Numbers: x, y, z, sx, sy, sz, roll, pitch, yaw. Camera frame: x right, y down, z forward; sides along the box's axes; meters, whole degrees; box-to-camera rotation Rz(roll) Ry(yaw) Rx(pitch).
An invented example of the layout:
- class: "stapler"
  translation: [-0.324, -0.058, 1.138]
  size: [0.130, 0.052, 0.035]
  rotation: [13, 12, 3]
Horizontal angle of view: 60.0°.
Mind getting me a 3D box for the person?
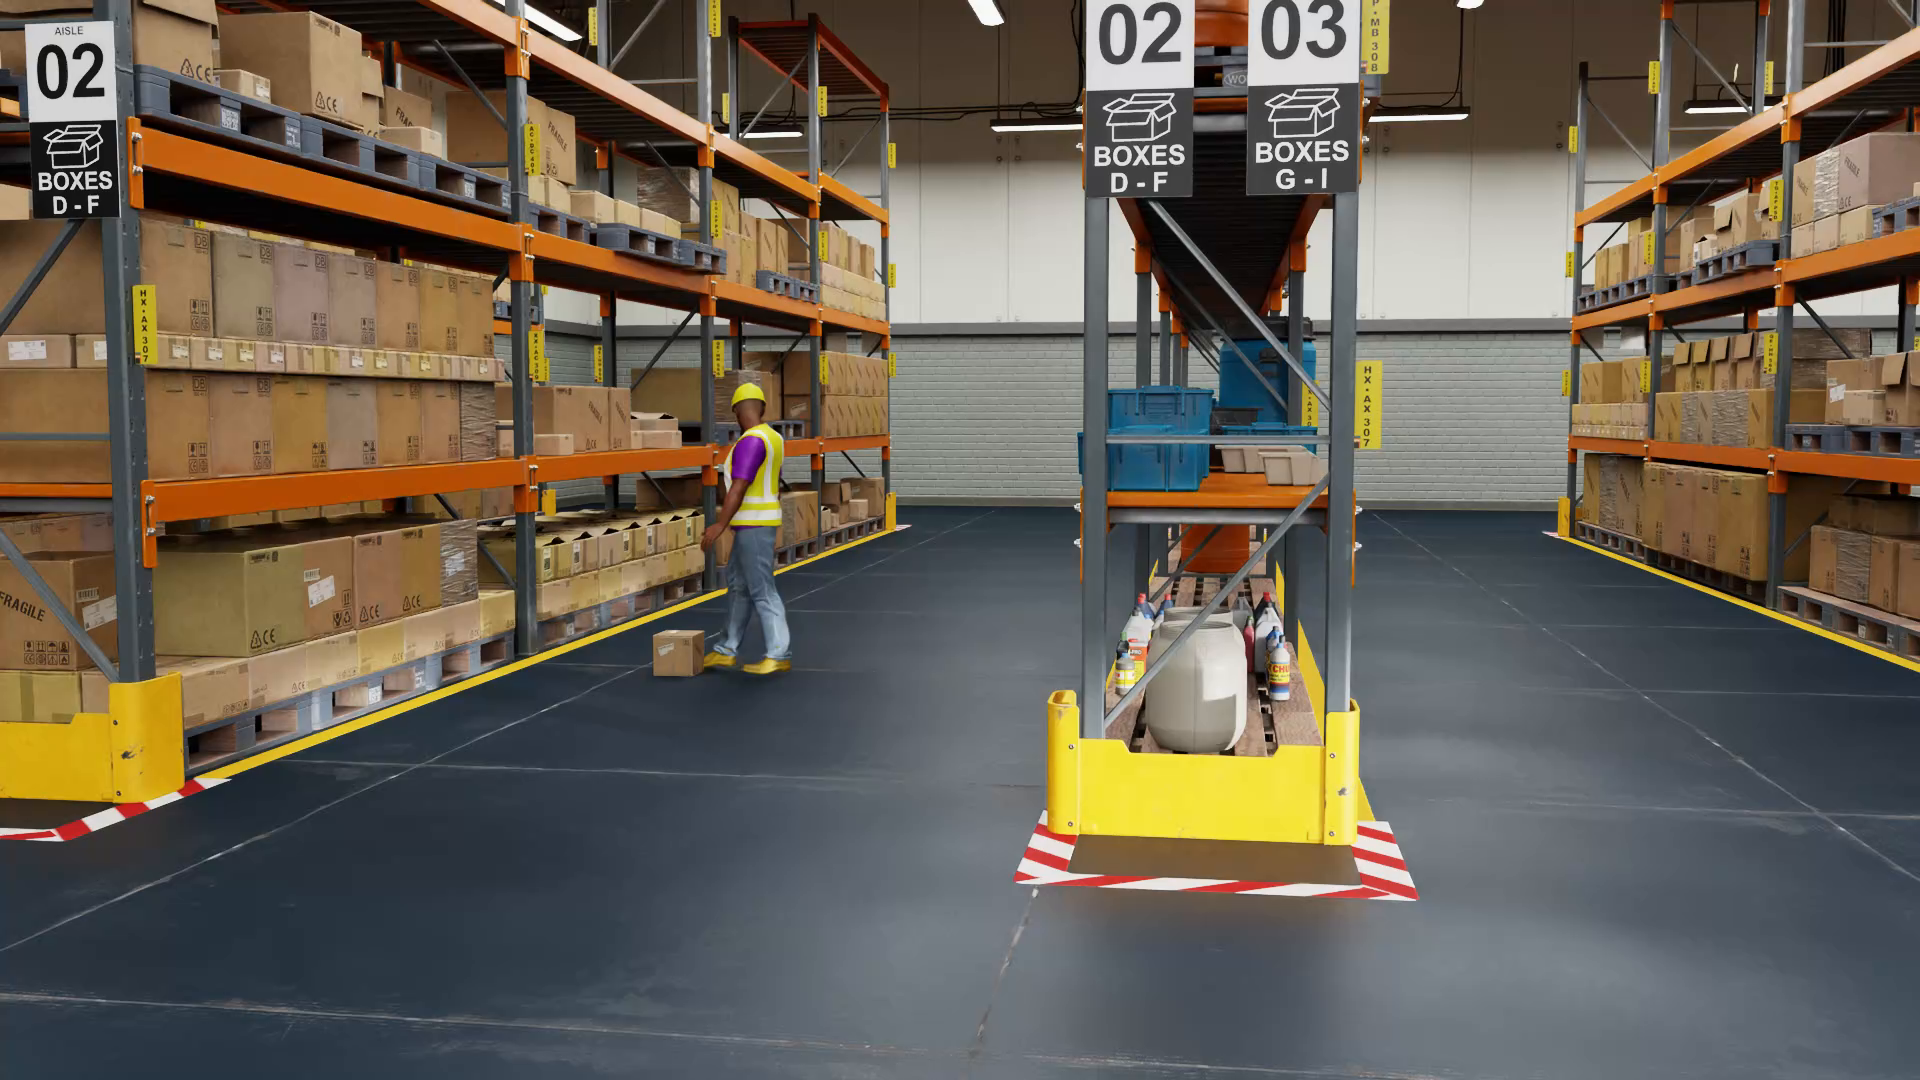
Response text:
- class: "person"
  translation: [-1.356, -0.073, 10.106]
  size: [0.668, 1.756, 0.630]
  rotation: [0, 4, -1]
